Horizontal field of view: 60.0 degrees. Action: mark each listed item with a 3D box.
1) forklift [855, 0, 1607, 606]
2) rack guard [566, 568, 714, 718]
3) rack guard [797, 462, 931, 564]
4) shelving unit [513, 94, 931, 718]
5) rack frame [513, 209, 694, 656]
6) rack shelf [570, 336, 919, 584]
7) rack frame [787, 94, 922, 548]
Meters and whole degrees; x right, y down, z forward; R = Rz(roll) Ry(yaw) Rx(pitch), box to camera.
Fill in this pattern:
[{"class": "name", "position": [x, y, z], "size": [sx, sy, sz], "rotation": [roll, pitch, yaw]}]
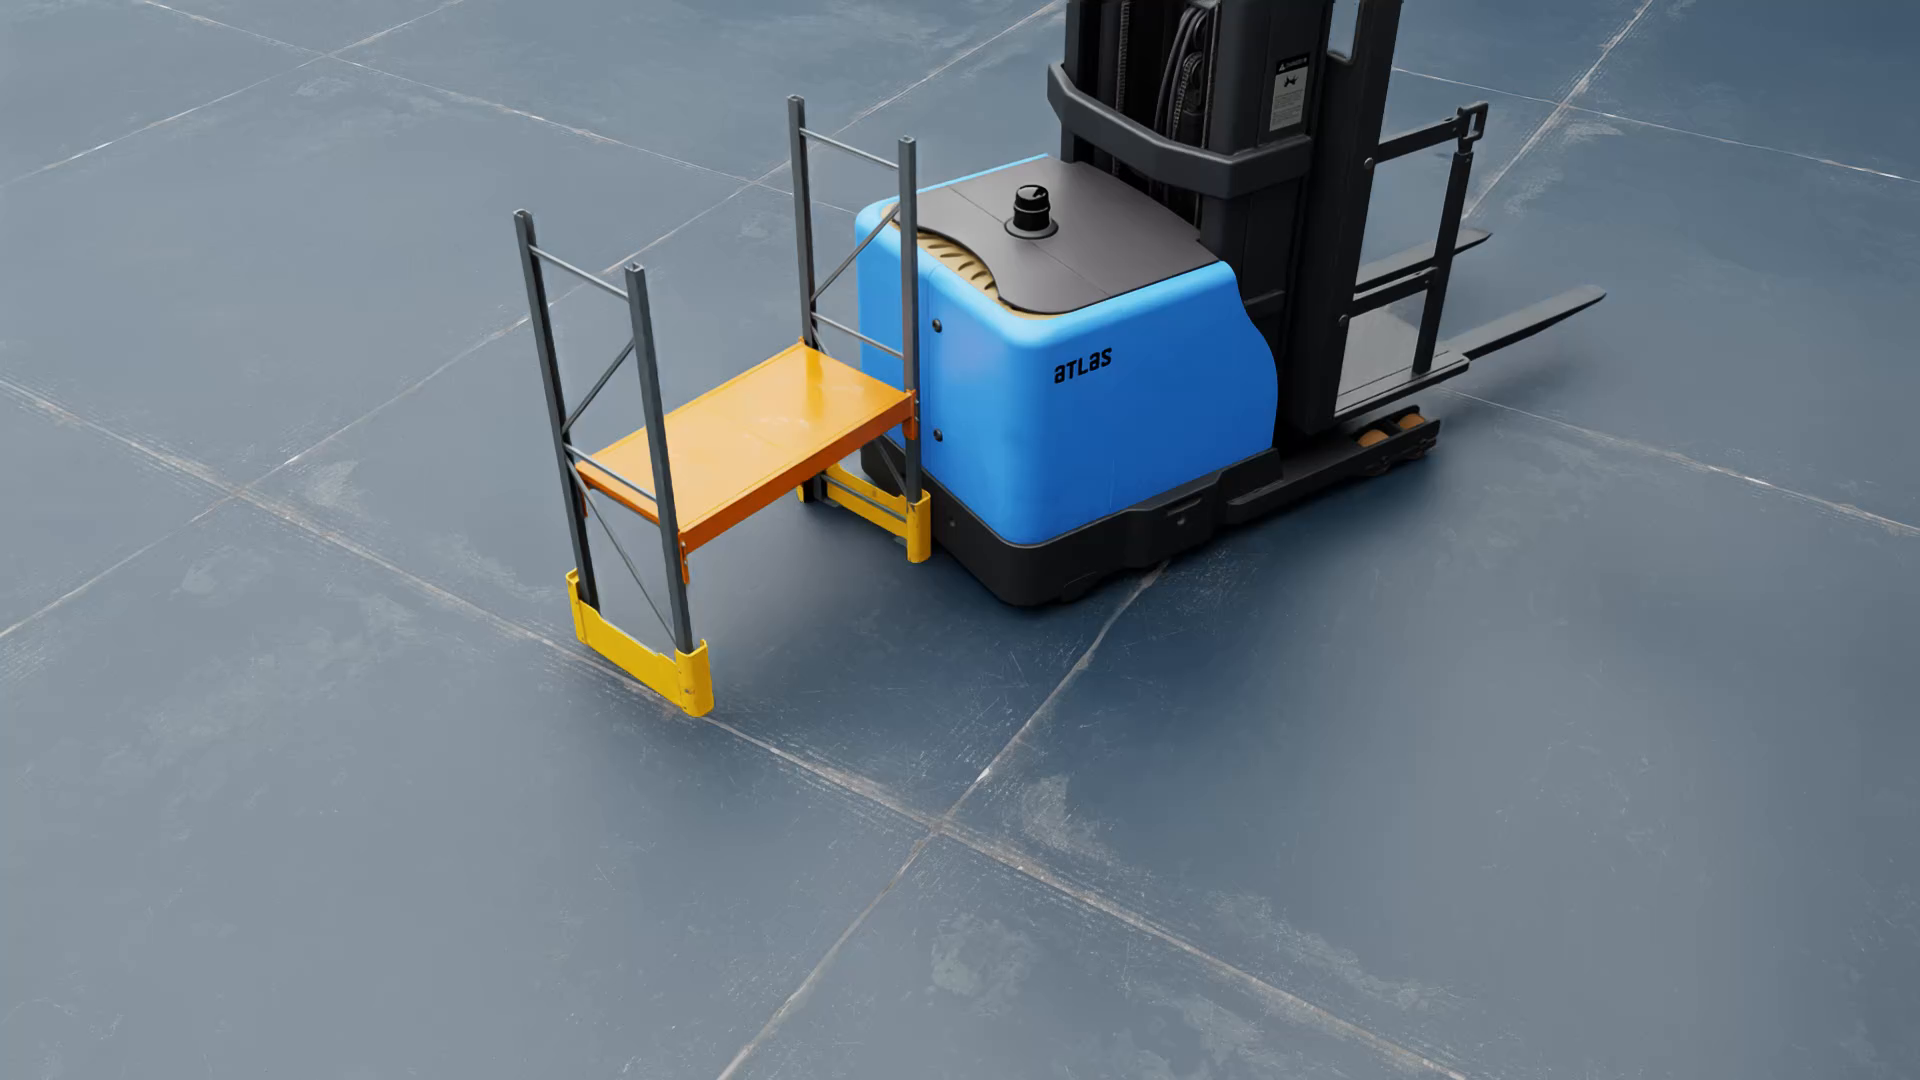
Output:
[{"class": "forklift", "position": [1.155, -1.641, 5.478], "size": [3.031, 2.935, 1.130], "rotation": [-22, 43, -26]}, {"class": "rack guard", "position": [-0.992, 0.310, 5.144], "size": [0.587, 0.250, 0.087], "rotation": [28, 46, 31]}, {"class": "rack guard", "position": [-0.338, -0.149, 5.739], "size": [0.587, 0.250, 0.087], "rotation": [28, 46, 31]}, {"class": "shelving unit", "position": [-0.665, -0.415, 5.060], "size": [0.587, 1.500, 1.083], "rotation": [28, 46, 31]}, {"class": "rack frame", "position": [-0.993, -0.185, 4.761], "size": [0.500, 1.500, 0.032], "rotation": [28, 46, 31]}, {"class": "rack shelf", "position": [-0.659, -0.277, 5.175], "size": [0.538, 0.185, 1.000], "rotation": [28, 46, 31]}, {"class": "rack frame", "position": [-0.326, -0.653, 5.369], "size": [0.500, 1.500, 0.032], "rotation": [28, 46, 31]}]
